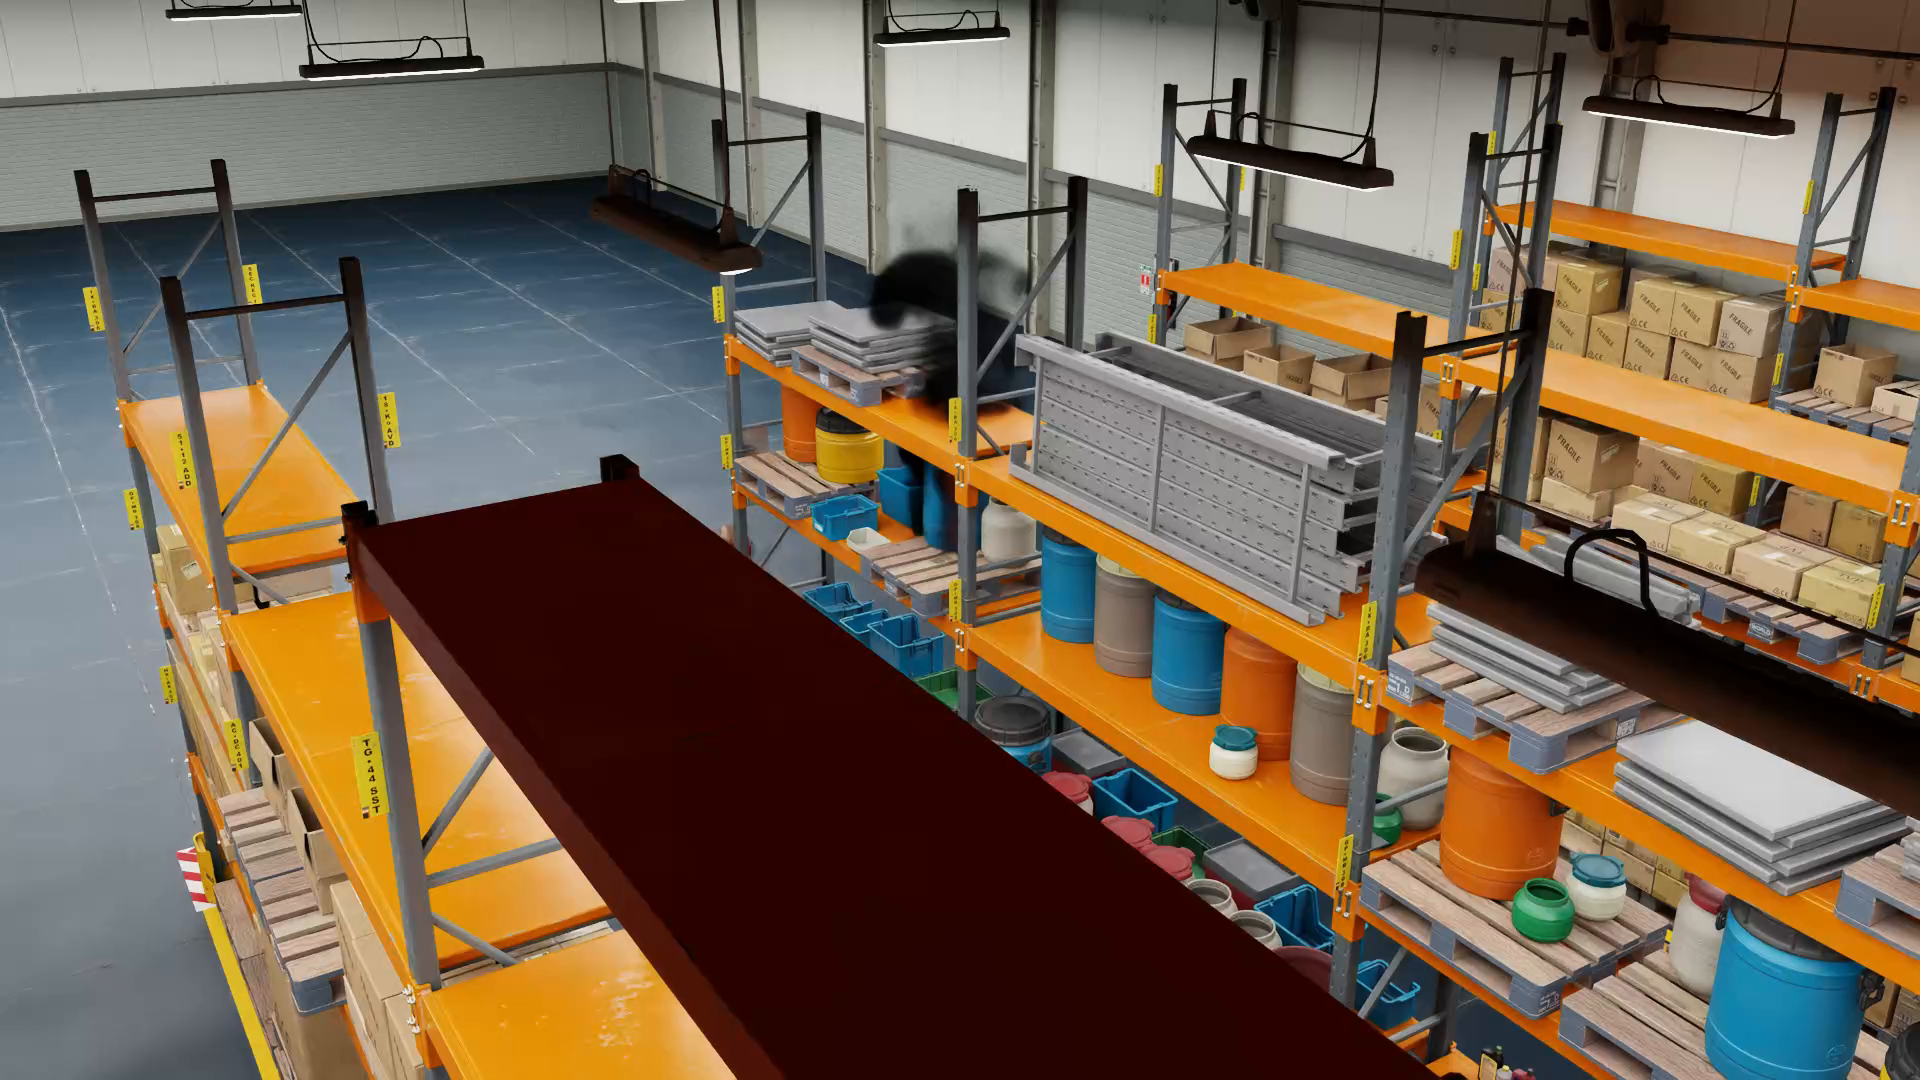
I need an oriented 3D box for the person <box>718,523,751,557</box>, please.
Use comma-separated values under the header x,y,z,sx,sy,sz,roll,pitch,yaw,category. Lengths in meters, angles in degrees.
x,y,z,sx,sy,sz,roll,pitch,yaw,category
-2.422,0.571,17.756,0.618,1.654,0.701,0,22,1,person
